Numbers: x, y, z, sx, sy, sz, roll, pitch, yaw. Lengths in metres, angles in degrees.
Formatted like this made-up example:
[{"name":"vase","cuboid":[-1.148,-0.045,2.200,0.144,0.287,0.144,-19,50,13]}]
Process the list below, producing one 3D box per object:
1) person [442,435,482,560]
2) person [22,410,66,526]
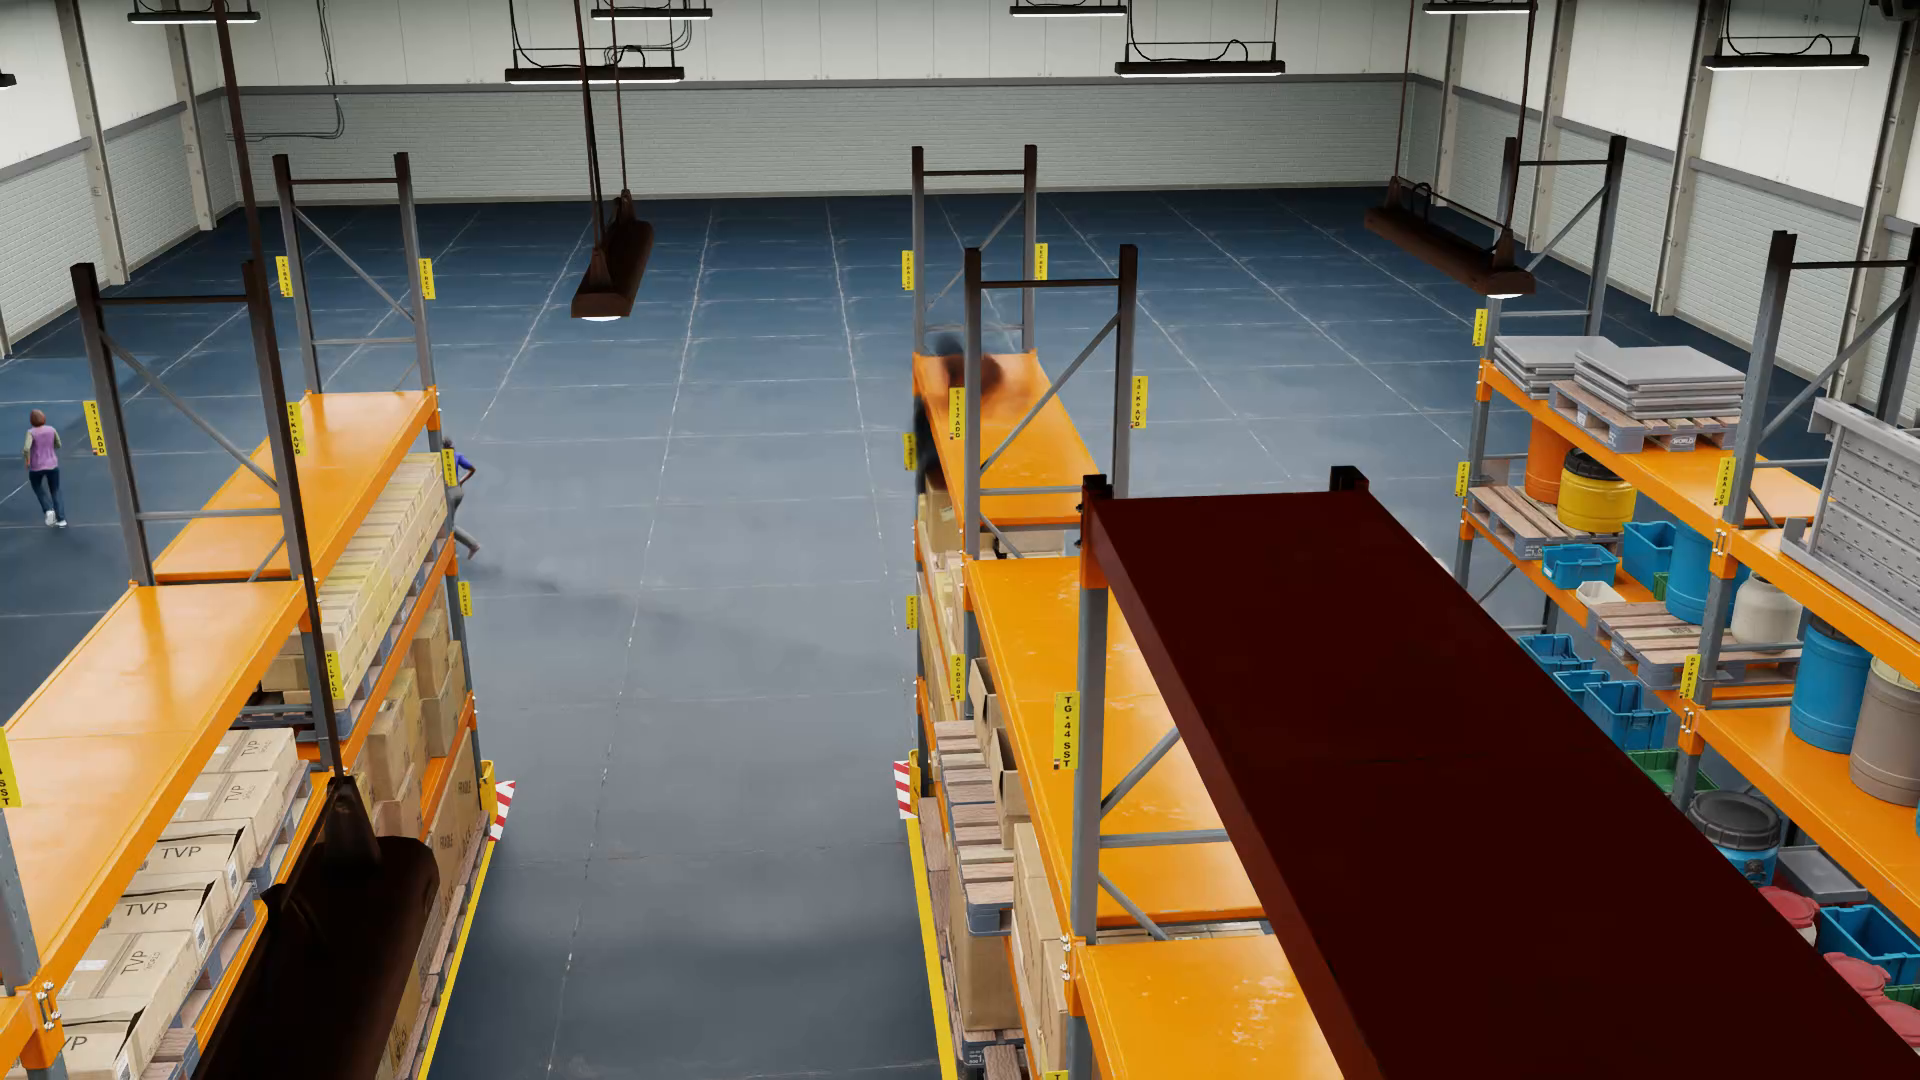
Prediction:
[{"name":"person","cuboid":[-6.348,-0.530,20.711,0.924,1.633,0.583,9,23,21]},{"name":"person","cuboid":[-12.050,-0.952,21.877,0.520,1.580,0.632,-19,28,-39]}]
